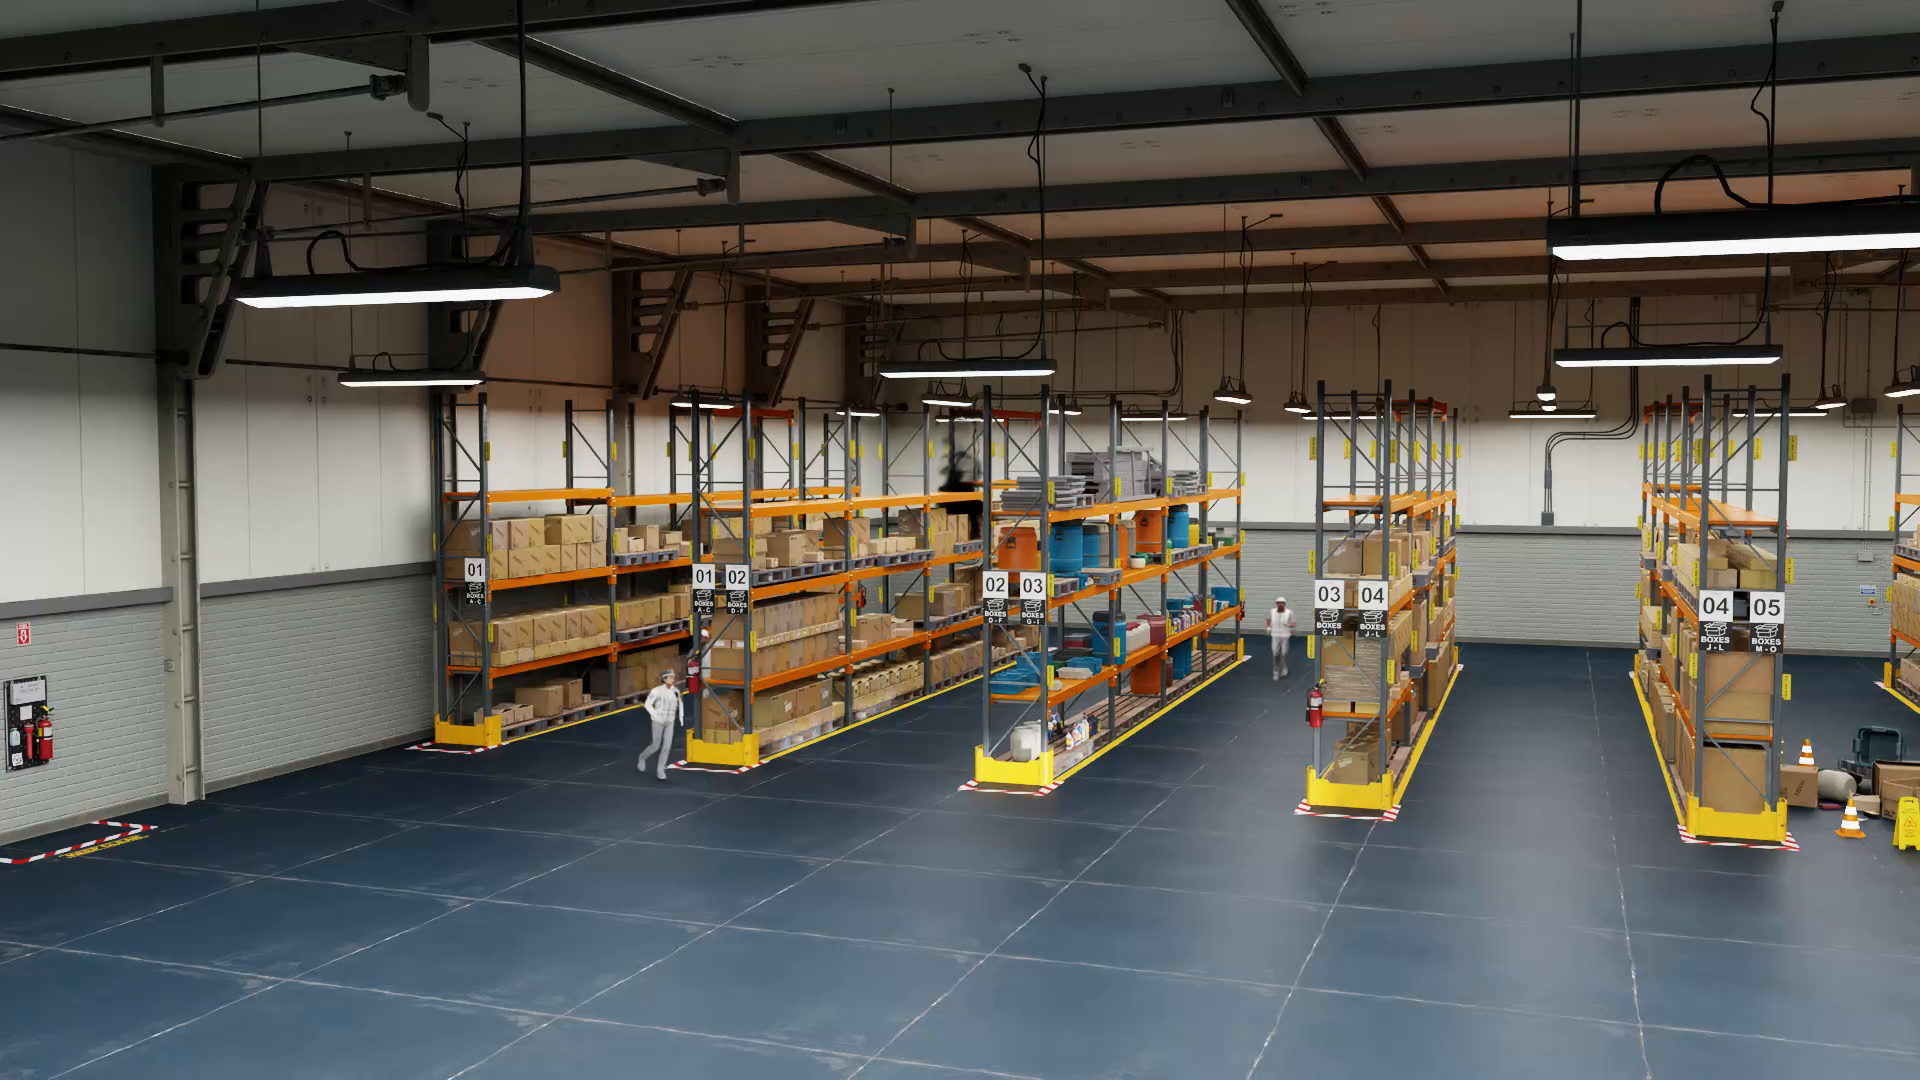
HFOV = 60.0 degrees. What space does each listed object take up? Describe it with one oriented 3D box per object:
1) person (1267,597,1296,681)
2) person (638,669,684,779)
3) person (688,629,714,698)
[{"bbox_3d":[7.058,2.155,36.583,0.668,1.819,0.816,1,3,16],"label":"person"},{"bbox_3d":[-4.557,2.808,25.700,0.679,1.651,0.728,-2,4,-37],"label":"person"},{"bbox_3d":[-4.609,2.511,30.124,0.665,1.806,0.954,1,3,15],"label":"person"}]
